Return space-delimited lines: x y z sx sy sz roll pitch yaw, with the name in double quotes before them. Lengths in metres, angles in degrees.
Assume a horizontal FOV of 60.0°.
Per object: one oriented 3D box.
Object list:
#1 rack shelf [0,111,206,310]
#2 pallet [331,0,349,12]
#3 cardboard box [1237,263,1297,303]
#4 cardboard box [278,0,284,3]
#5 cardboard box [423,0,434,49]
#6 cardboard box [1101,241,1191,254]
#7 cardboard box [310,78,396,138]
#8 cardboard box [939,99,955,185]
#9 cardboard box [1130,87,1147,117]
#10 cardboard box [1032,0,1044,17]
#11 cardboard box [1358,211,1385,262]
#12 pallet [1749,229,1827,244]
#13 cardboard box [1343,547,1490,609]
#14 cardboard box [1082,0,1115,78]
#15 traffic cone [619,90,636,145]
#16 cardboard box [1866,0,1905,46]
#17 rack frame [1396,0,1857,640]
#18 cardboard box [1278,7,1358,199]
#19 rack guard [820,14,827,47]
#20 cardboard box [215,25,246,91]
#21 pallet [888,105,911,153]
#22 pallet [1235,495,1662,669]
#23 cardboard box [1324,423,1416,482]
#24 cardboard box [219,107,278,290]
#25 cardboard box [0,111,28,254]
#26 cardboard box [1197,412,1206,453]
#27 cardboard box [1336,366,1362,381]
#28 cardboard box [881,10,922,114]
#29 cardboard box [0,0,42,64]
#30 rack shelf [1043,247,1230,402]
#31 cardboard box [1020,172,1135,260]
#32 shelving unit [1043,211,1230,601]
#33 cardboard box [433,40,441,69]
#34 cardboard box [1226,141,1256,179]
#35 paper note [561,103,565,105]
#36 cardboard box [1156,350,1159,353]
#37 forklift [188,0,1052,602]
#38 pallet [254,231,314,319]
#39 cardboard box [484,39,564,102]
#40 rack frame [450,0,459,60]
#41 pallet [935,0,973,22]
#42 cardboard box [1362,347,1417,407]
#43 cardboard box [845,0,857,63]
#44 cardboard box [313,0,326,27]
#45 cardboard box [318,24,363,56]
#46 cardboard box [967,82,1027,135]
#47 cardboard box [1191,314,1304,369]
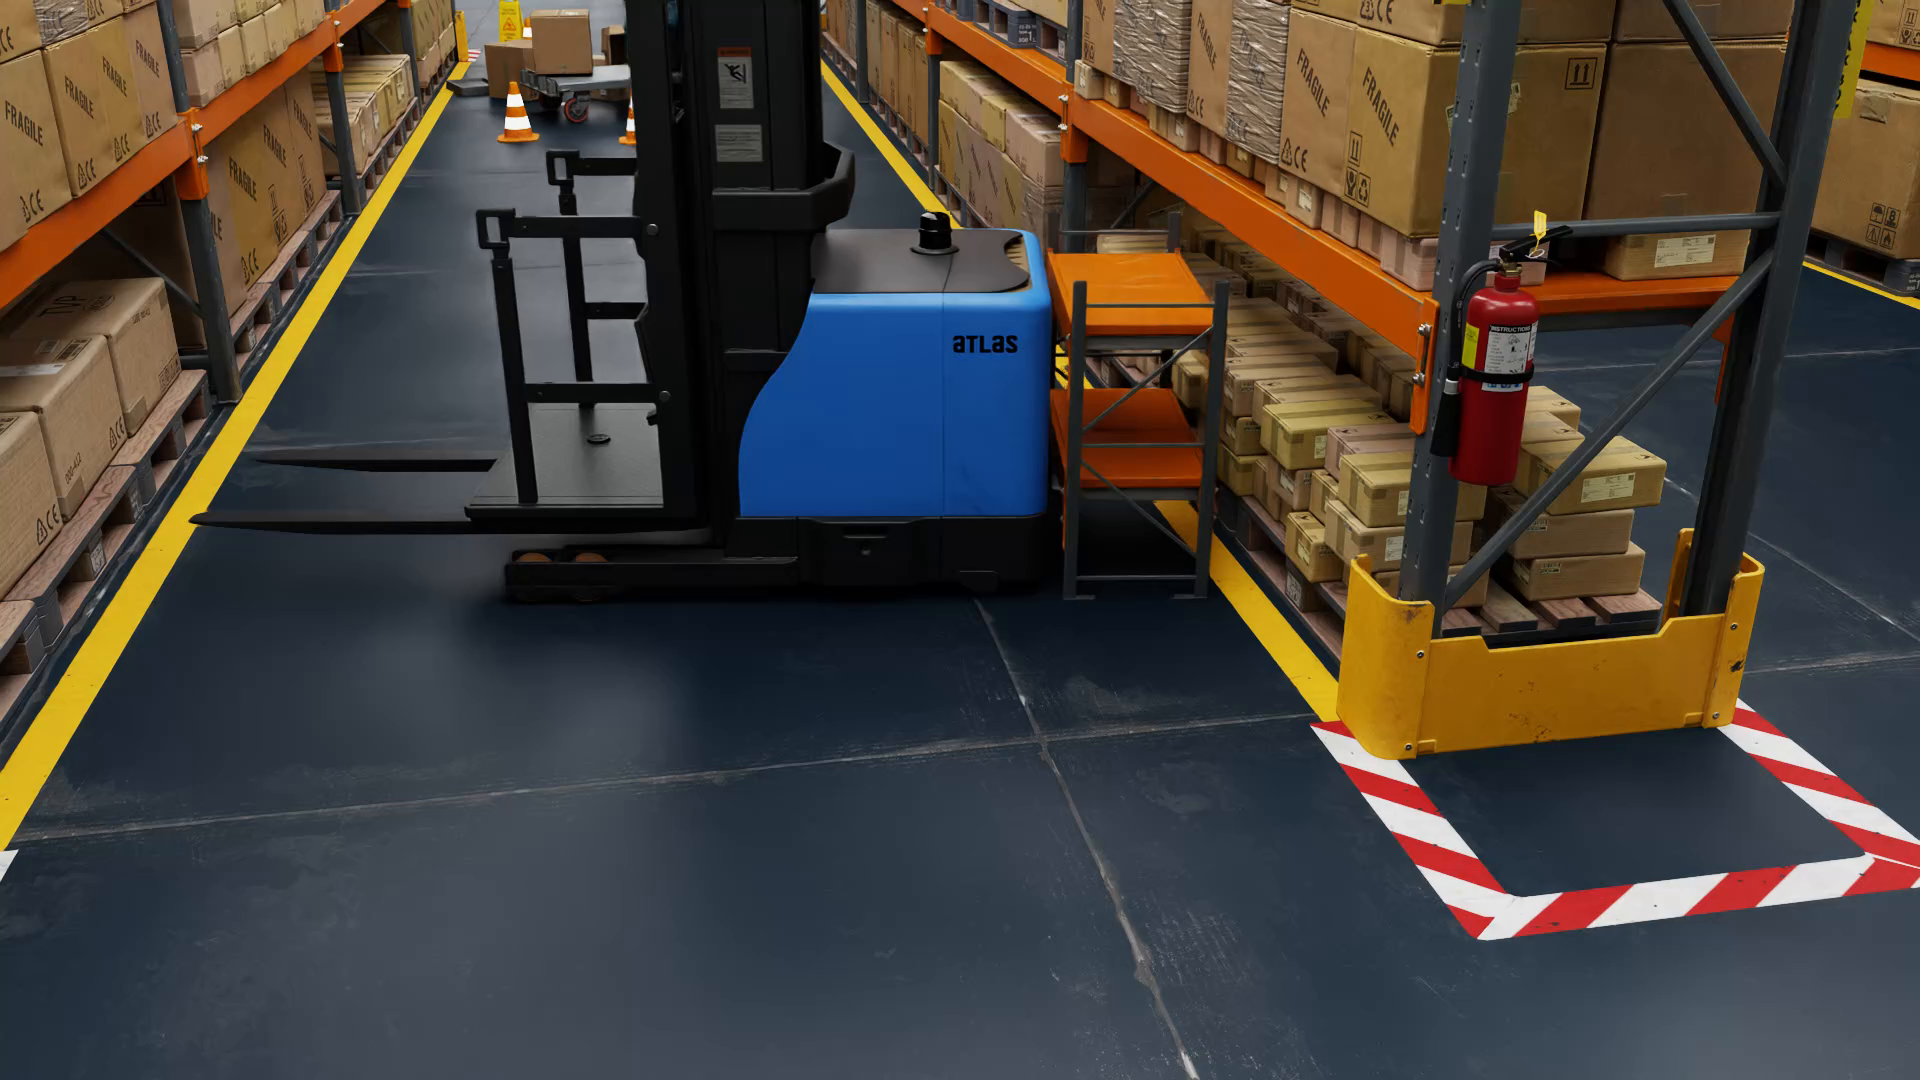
"rack shelf" -3.464 -0.867 5.386 1.077 0.370 4.000 -4 24 -10
"pallet" -4.810 -3.741 11.308 1.213 0.211 1.003 -4 24 -10
"cardboard box" 1.444 -1.125 7.371 0.380 0.149 0.250 -4 24 -8
"cardboard box" -4.021 -3.144 9.264 0.500 0.250 0.500 -5 24 -11
"cardboard box" -5.268 -4.868 15.622 0.500 0.500 0.500 -3 24 -8
"cardboard box" 0.865 -1.285 7.737 0.380 0.149 0.250 -3 24 -7
"cardboard box" -4.948 -3.356 12.945 0.950 0.372 0.625 -4 24 -8
"cardboard box" 0.152 -2.713 11.312 0.500 0.500 0.500 -5 24 -12
"cardboard box" 0.964 -1.942 7.262 0.380 0.149 0.250 -5 24 -12
"cardboard box" 0.605 -2.907 8.948 0.380 0.149 0.250 -6 24 -12
"cardboard box" 1.404 -0.909 4.897 0.380 0.149 0.250 -4 24 -10
"pallet" 5.459 -2.218 11.064 1.003 0.211 1.213 -4 24 -10
"cardboard box" 1.449 0.106 5.296 0.380 0.149 0.250 -4 24 -9
"cardboard box" 0.856 -2.358 7.405 0.500 0.500 0.500 -5 24 -11
"traffic cone" -2.672 -3.543 13.785 0.336 0.463 0.334 -4 24 -10
"cardboard box" 5.465 -3.121 9.524 0.500 0.500 0.500 -4 24 -8
"rack frame" 1.751 -0.816 4.371 1.000 3.000 0.127 -4 24 -10
"cardboard box" 1.325 -1.359 5.117 0.500 0.500 0.500 -5 24 -11
"rack guard" -1.212 -5.973 19.302 1.175 0.500 0.348 -4 24 -10
"cardboard box" -3.753 -2.311 7.980 0.500 0.250 0.500 -5 24 -11
"pallet" -0.022 -3.479 13.953 1.003 0.211 1.213 -4 24 -10
"pallet" 1.622 0.110 5.735 1.003 0.211 1.213 -4 24 -10
"cardboard box" 1.414 -0.267 5.408 0.380 0.149 0.250 -4 24 -9
"cardboard box" -4.202 -1.795 8.742 0.875 0.875 0.875 -4 24 -8
"cardboard box" -3.098 -1.064 4.814 0.500 0.500 0.500 -4 24 -10
"cardboard box" 1.140 -0.398 6.452 0.380 0.149 0.250 -4 24 -9
"cardboard box" 1.605 -0.575 6.484 0.380 0.149 0.250 -3 24 -7
"cardboard box" -0.090 -4.080 14.131 1.050 0.750 0.750 -4 24 -10
"cardboard box" -3.202 -1.725 5.077 0.500 0.500 0.500 -4 24 -10
"rack shelf" 0.597 -0.785 5.907 0.538 0.278 1.000 0 24 -2
"cardboard box" 0.627 -1.709 9.013 0.500 0.500 0.500 -5 24 -11
"shelving unit" 0.595 -0.517 6.024 0.538 1.125 1.048 0 24 -2
"cardboard box" -5.368 -4.732 16.248 0.500 0.250 0.500 -5 24 -10
"cardboard box" 1.197 -1.425 6.078 0.380 0.149 0.250 -4 24 -9
"paper note" -3.735 -4.104 15.609 0.148 0.019 0.142 -4 24 -10
"cardboard box" 1.055 -0.843 7.098 0.380 0.149 0.250 -3 24 -7
"forklift" -1.202 -1.341 5.658 3.031 2.935 1.130 0 24 0
"pallet" -4.280 -1.484 9.385 1.003 0.211 1.213 -4 24 -10
"cardboard box" -4.174 -4.508 15.944 0.500 0.500 0.500 13 27 27
"rack frame" -6.053 -6.703 17.851 1.000 3.000 0.127 -4 24 -10
"pallet" 0.509 -3.602 10.990 1.213 0.211 1.003 -4 24 -10
"cardboard box" 1.729 -0.615 6.205 0.380 0.149 0.250 -3 24 -8
"cardboard box" -0.685 -5.362 16.909 0.875 0.875 0.875 -4 24 -9
"cardboard box" -4.225 -3.308 10.264 0.500 0.250 0.500 -5 24 -12
"cardboard box" -5.687 -4.619 15.052 0.500 0.500 0.500 -5 24 -10
"cardboard box" 0.334 -2.669 10.275 0.500 0.250 0.500 -4 24 -9
"cardboard box" 1.136 -0.781 6.584 0.380 0.149 0.250 -4 24 -9
